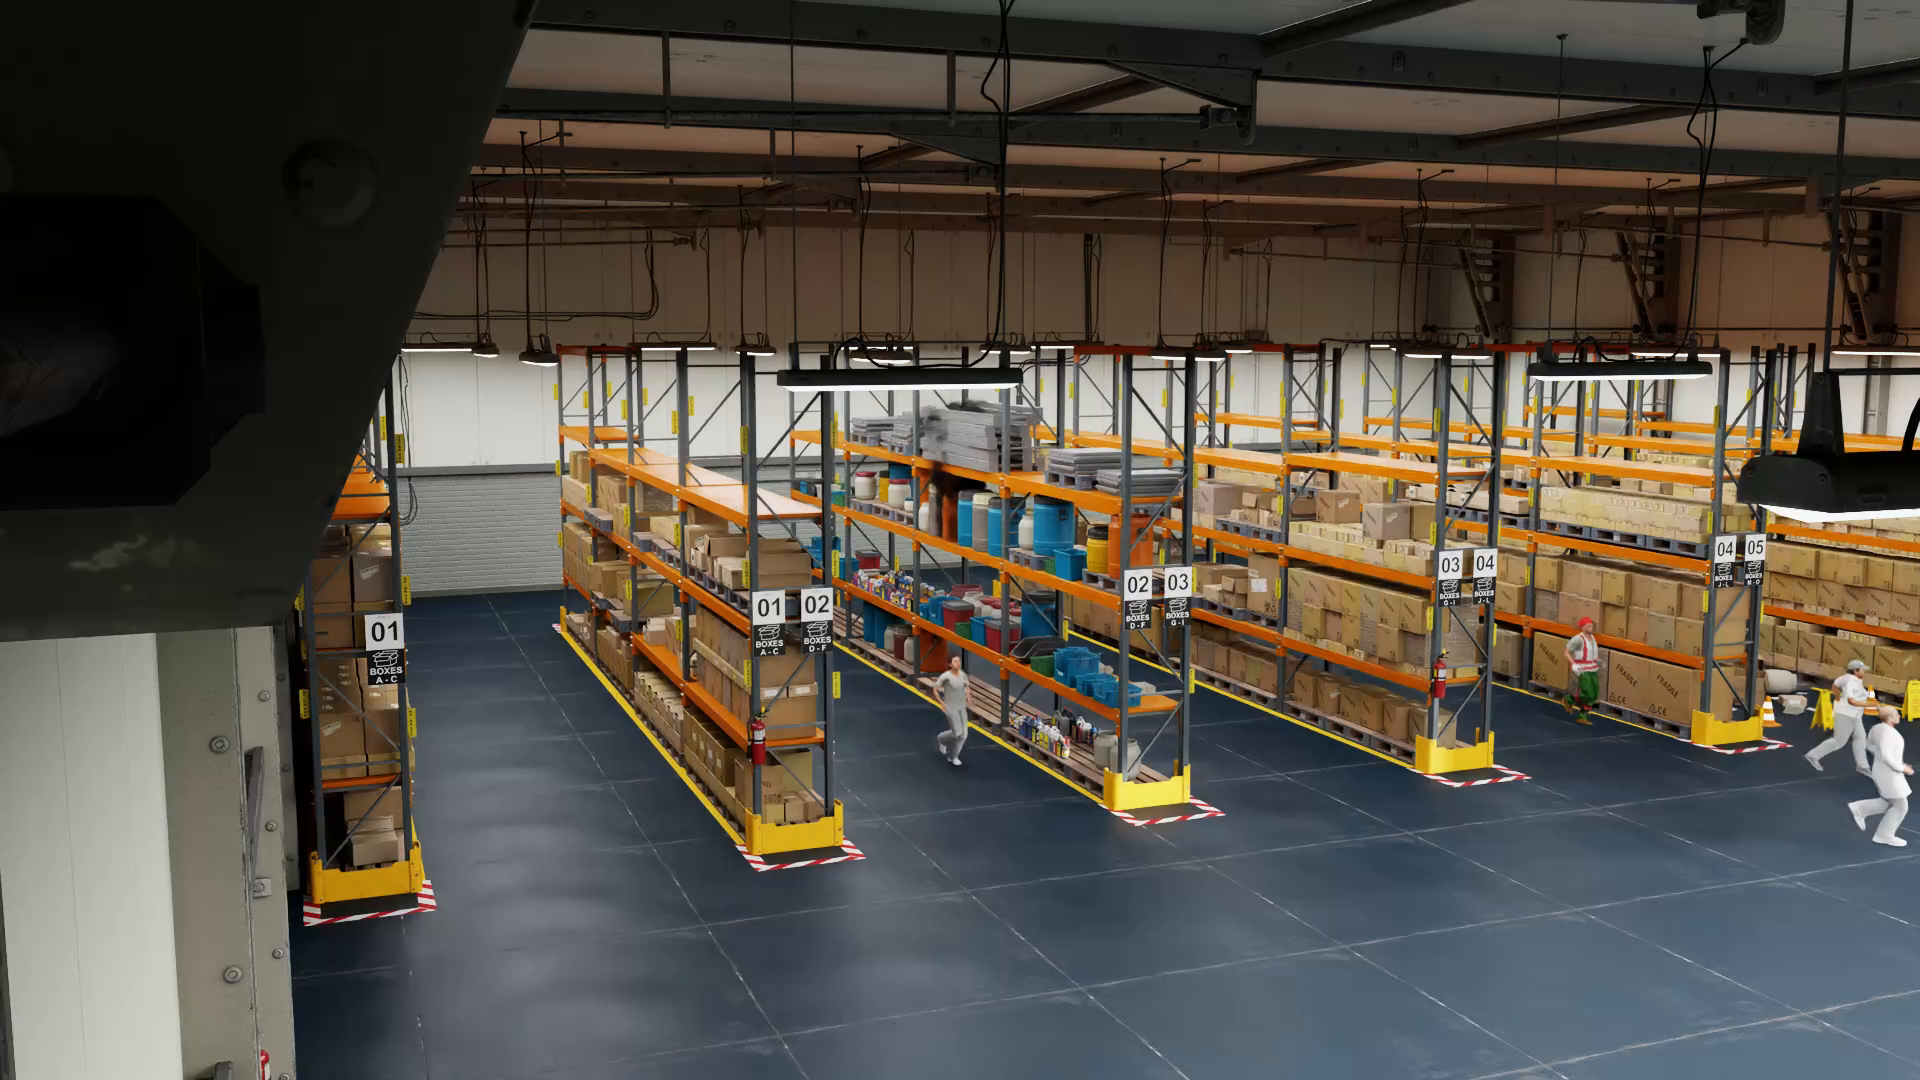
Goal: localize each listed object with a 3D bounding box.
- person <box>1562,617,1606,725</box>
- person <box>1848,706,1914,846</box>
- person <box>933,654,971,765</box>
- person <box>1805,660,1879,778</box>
[{"bbox_3d":[10.019,2.095,26.643,0.658,1.737,0.572,-4,8,-30],"label":"person"},{"bbox_3d":[11.341,2.892,20.451,0.652,1.739,0.712,2,7,14],"label":"person"},{"bbox_3d":[-0.080,2.473,24.234,0.571,1.603,0.564,-5,9,-35],"label":"person"},{"bbox_3d":[12.569,2.523,23.609,0.928,1.678,0.605,4,8,27],"label":"person"}]
